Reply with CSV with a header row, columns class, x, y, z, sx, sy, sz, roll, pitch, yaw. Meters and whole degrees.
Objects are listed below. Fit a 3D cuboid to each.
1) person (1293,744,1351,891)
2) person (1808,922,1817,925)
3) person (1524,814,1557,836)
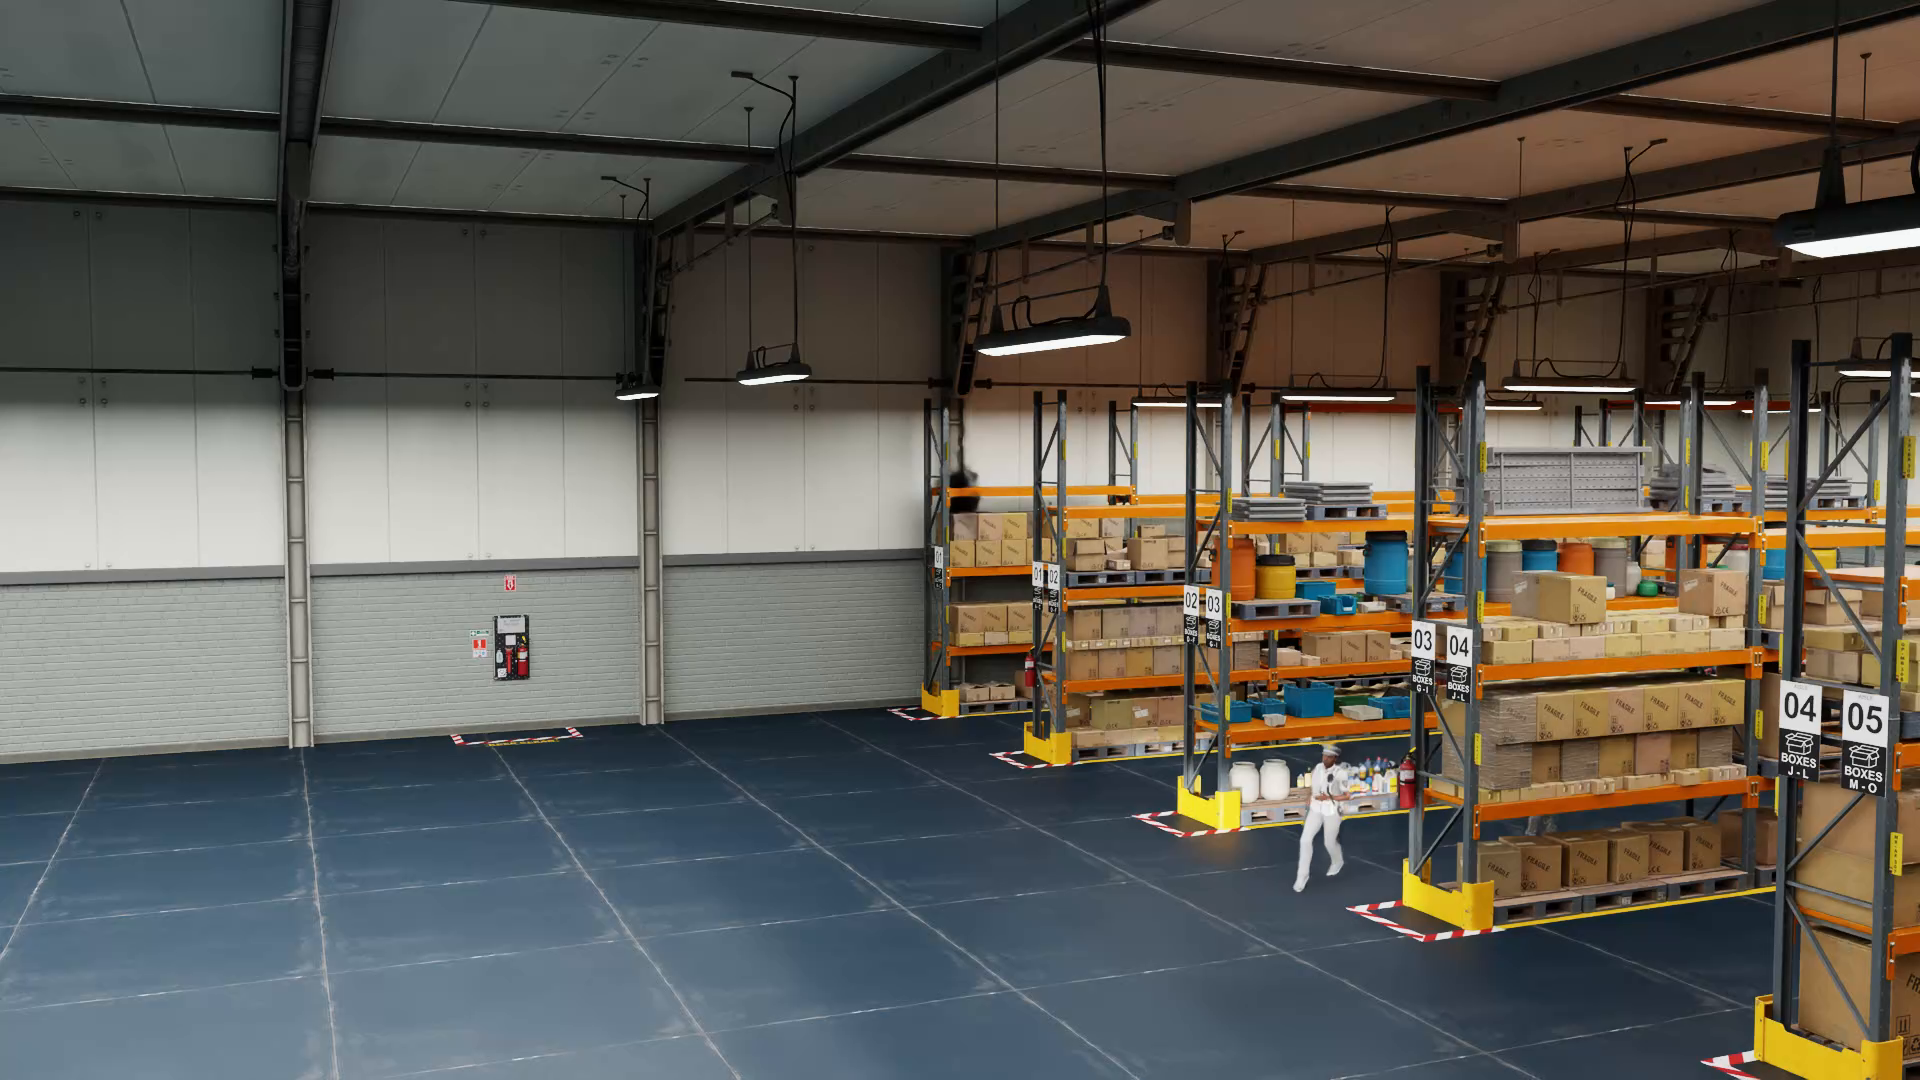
class,x,y,z,sx,sy,sz,roll,pitch,yaw
person,4.288,3.184,19.336,0.595,1.694,0.893,3,4,41
person,8.435,3.388,15.926,0.819,1.713,0.568,-1,4,-21
person,7.398,3.061,21.287,0.857,1.719,0.562,-2,4,-31
